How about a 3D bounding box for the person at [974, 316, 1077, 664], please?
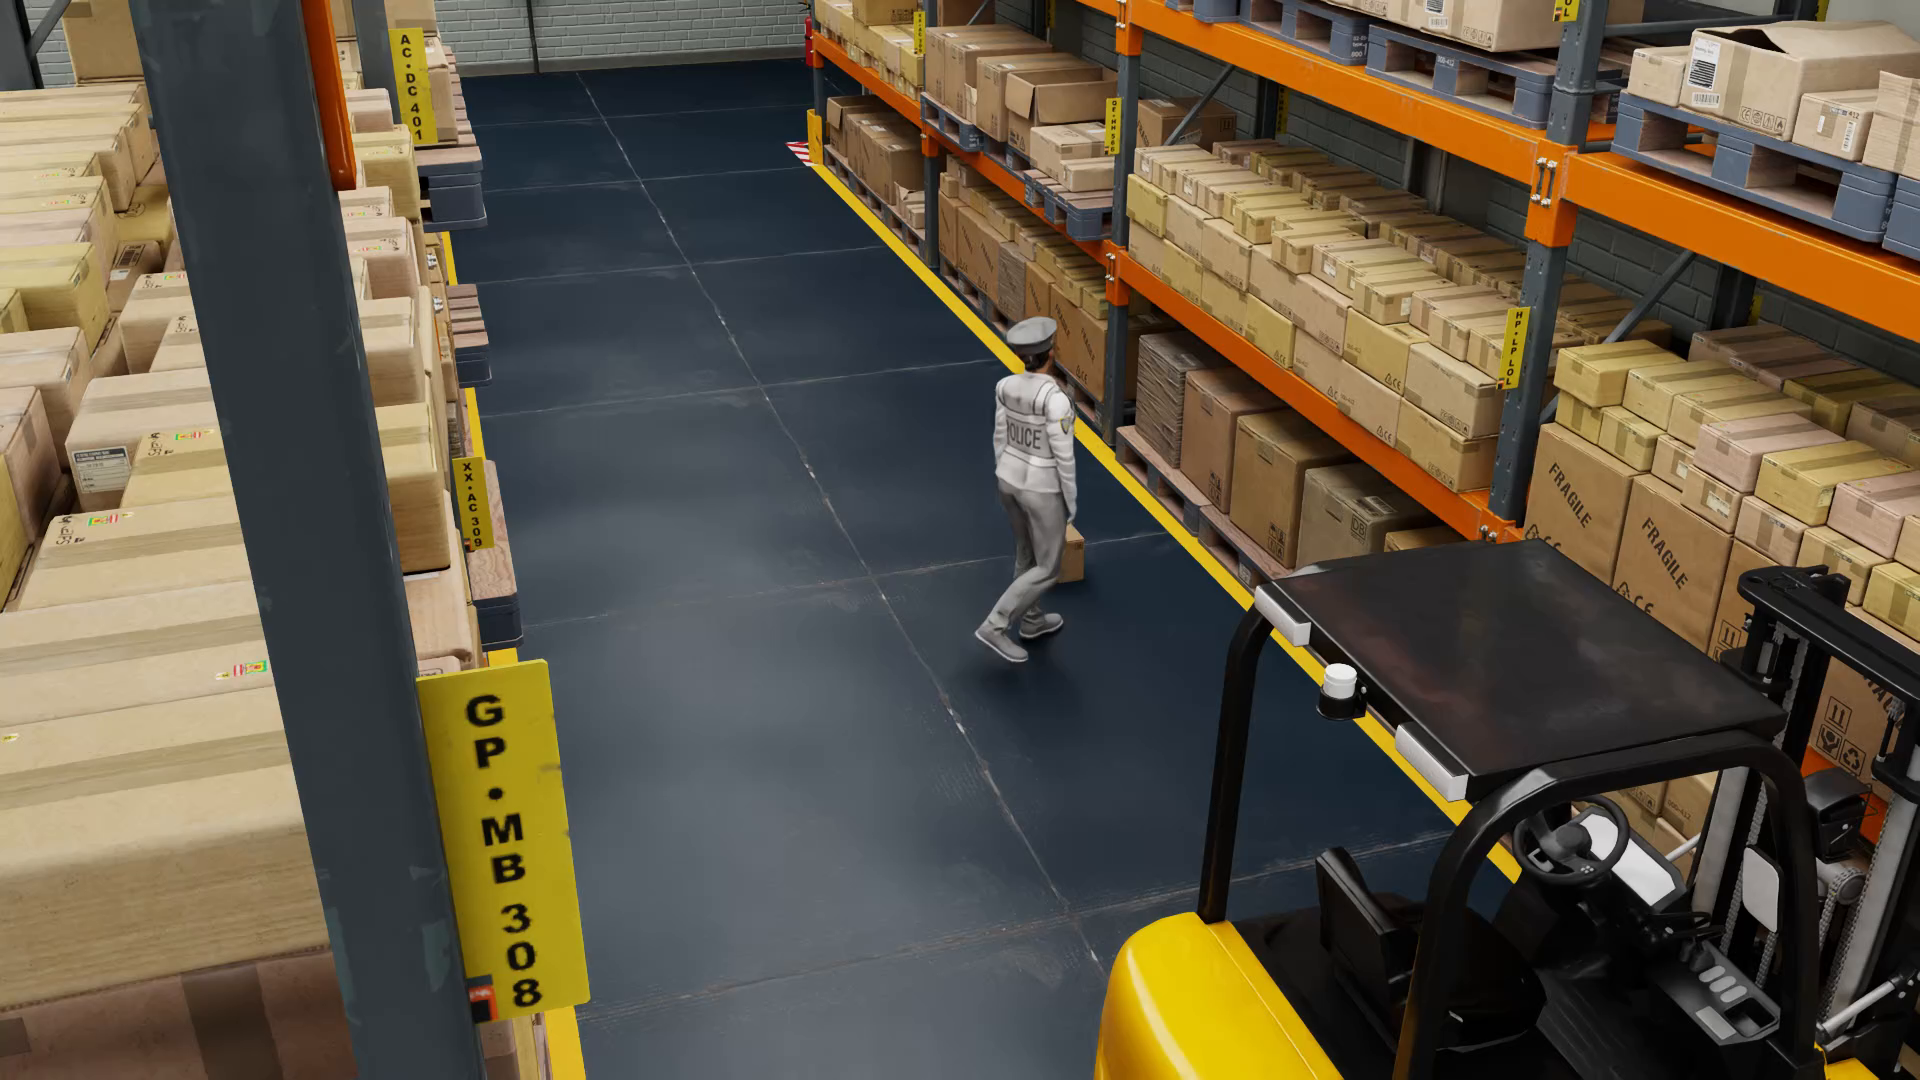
[{"bbox_3d":[0.294,-0.214,8.016,0.655,1.667,0.500,-19,32,-33],"label":"person"}]
